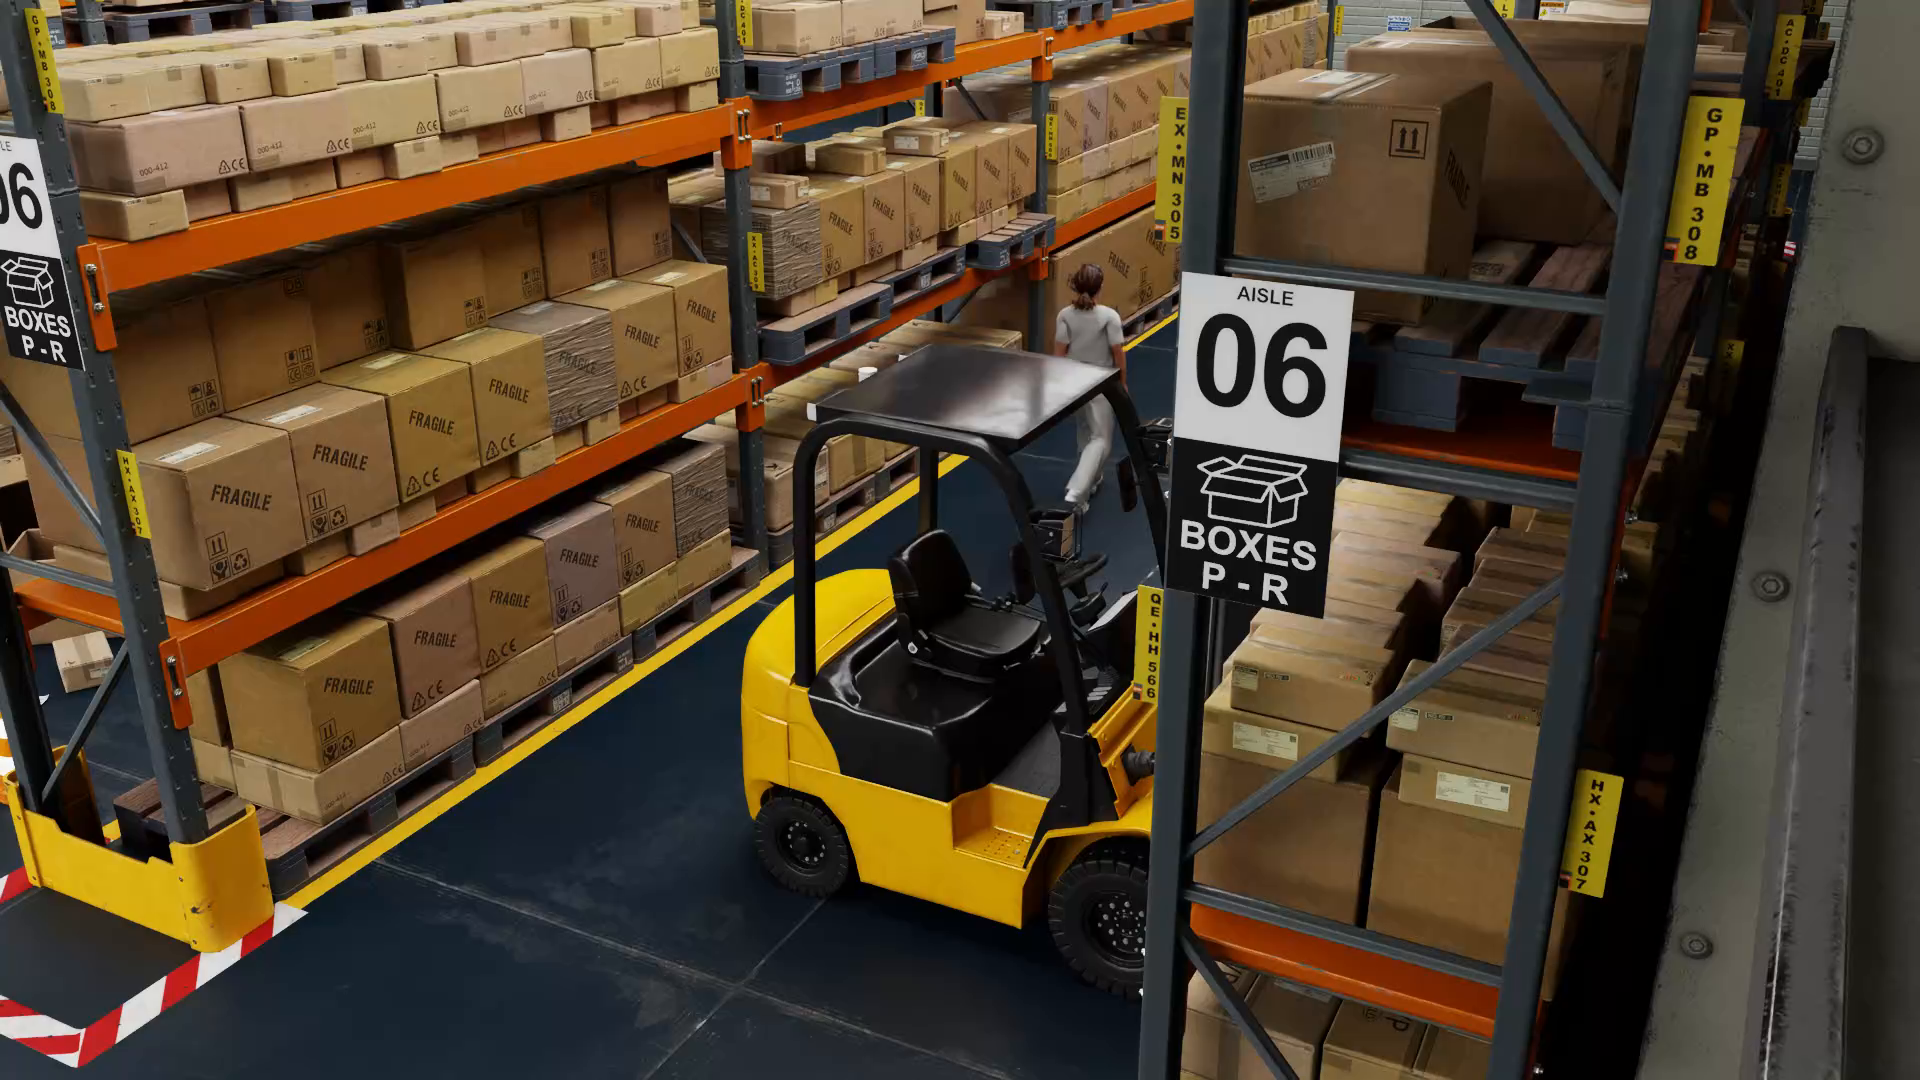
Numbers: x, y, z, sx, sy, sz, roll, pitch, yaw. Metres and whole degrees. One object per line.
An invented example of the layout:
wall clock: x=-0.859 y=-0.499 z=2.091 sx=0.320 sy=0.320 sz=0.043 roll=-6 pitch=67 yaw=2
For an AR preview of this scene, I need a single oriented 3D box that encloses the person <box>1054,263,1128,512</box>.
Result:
person: x=0.832 y=-0.987 z=10.747 sx=0.442 sy=1.630 sz=0.969 roll=10 pitch=25 yaw=23
